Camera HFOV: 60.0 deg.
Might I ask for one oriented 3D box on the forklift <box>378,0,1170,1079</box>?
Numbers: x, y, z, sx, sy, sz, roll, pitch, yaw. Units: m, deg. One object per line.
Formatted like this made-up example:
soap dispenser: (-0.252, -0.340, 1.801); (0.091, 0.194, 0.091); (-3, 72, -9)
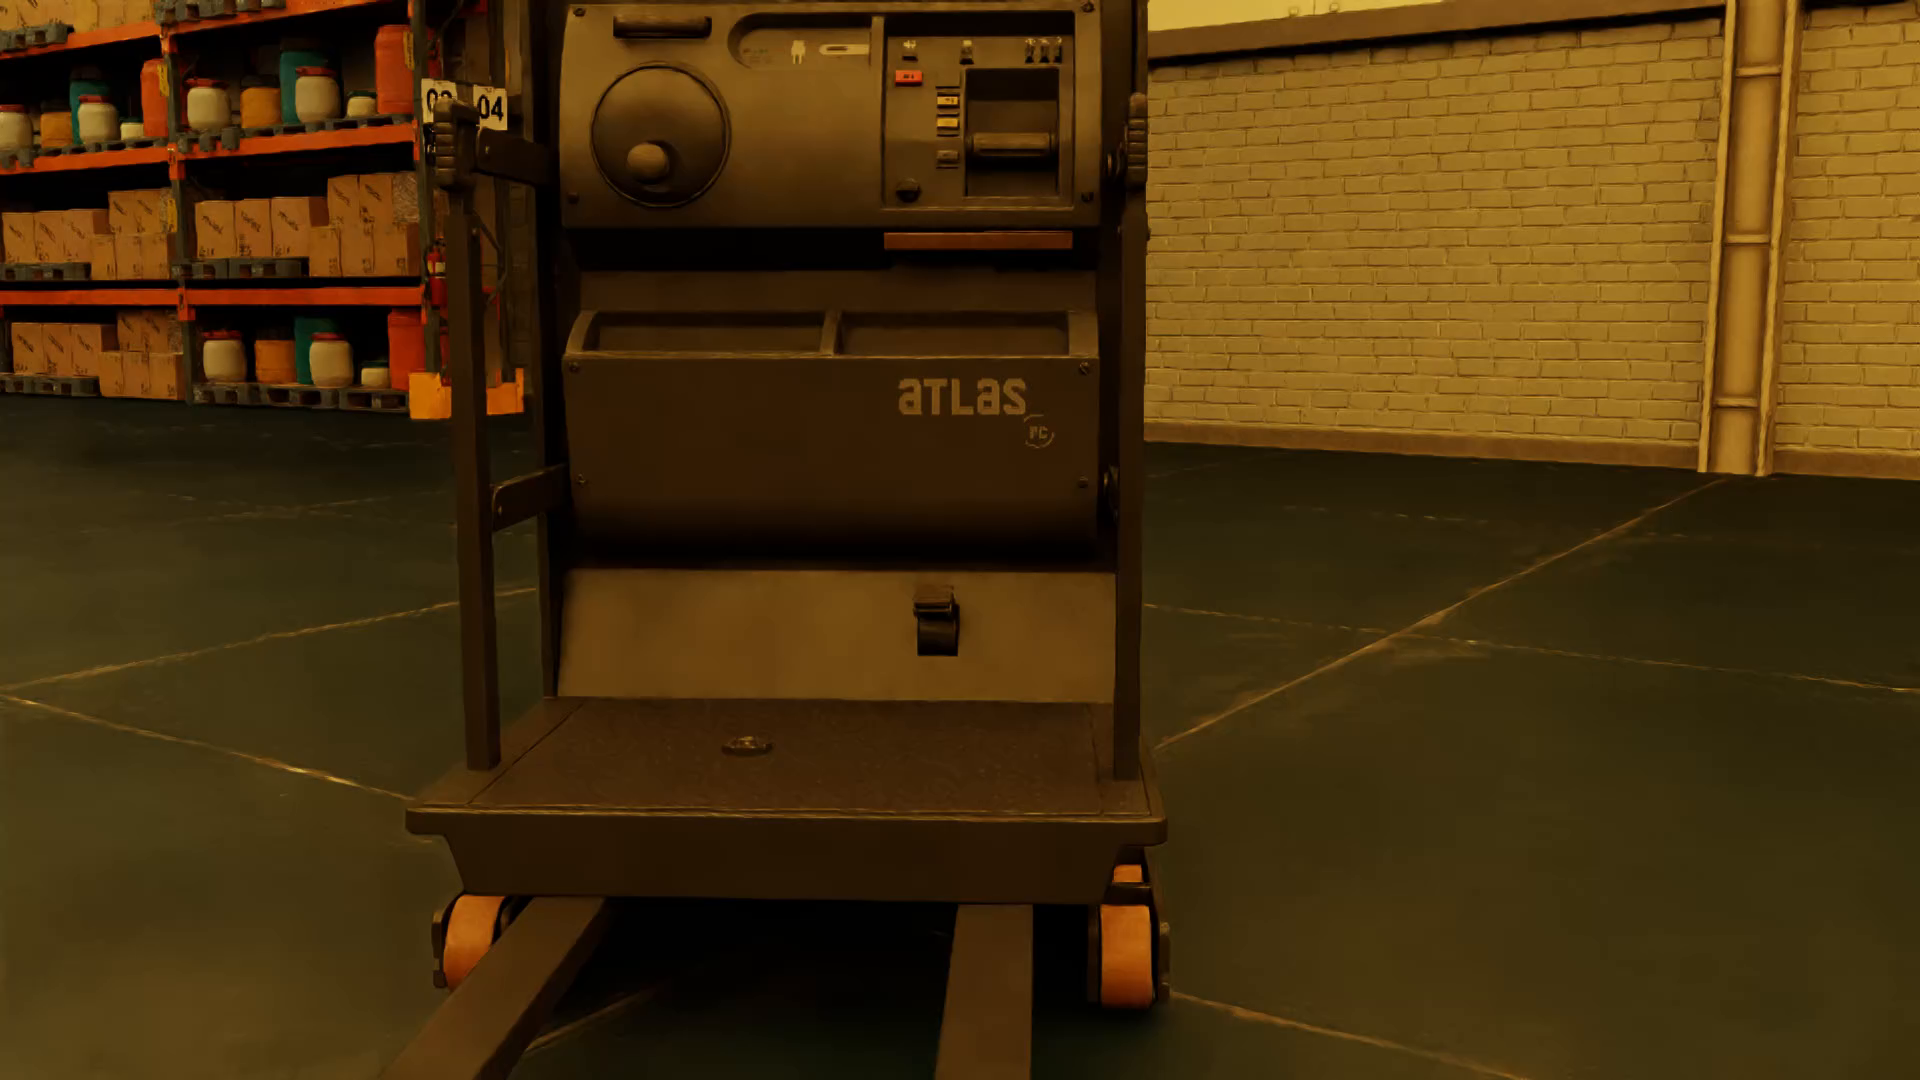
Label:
forklift: (-0.230, -0.777, 2.654); (1.130, 2.935, 3.031); (0, 8, 3)
